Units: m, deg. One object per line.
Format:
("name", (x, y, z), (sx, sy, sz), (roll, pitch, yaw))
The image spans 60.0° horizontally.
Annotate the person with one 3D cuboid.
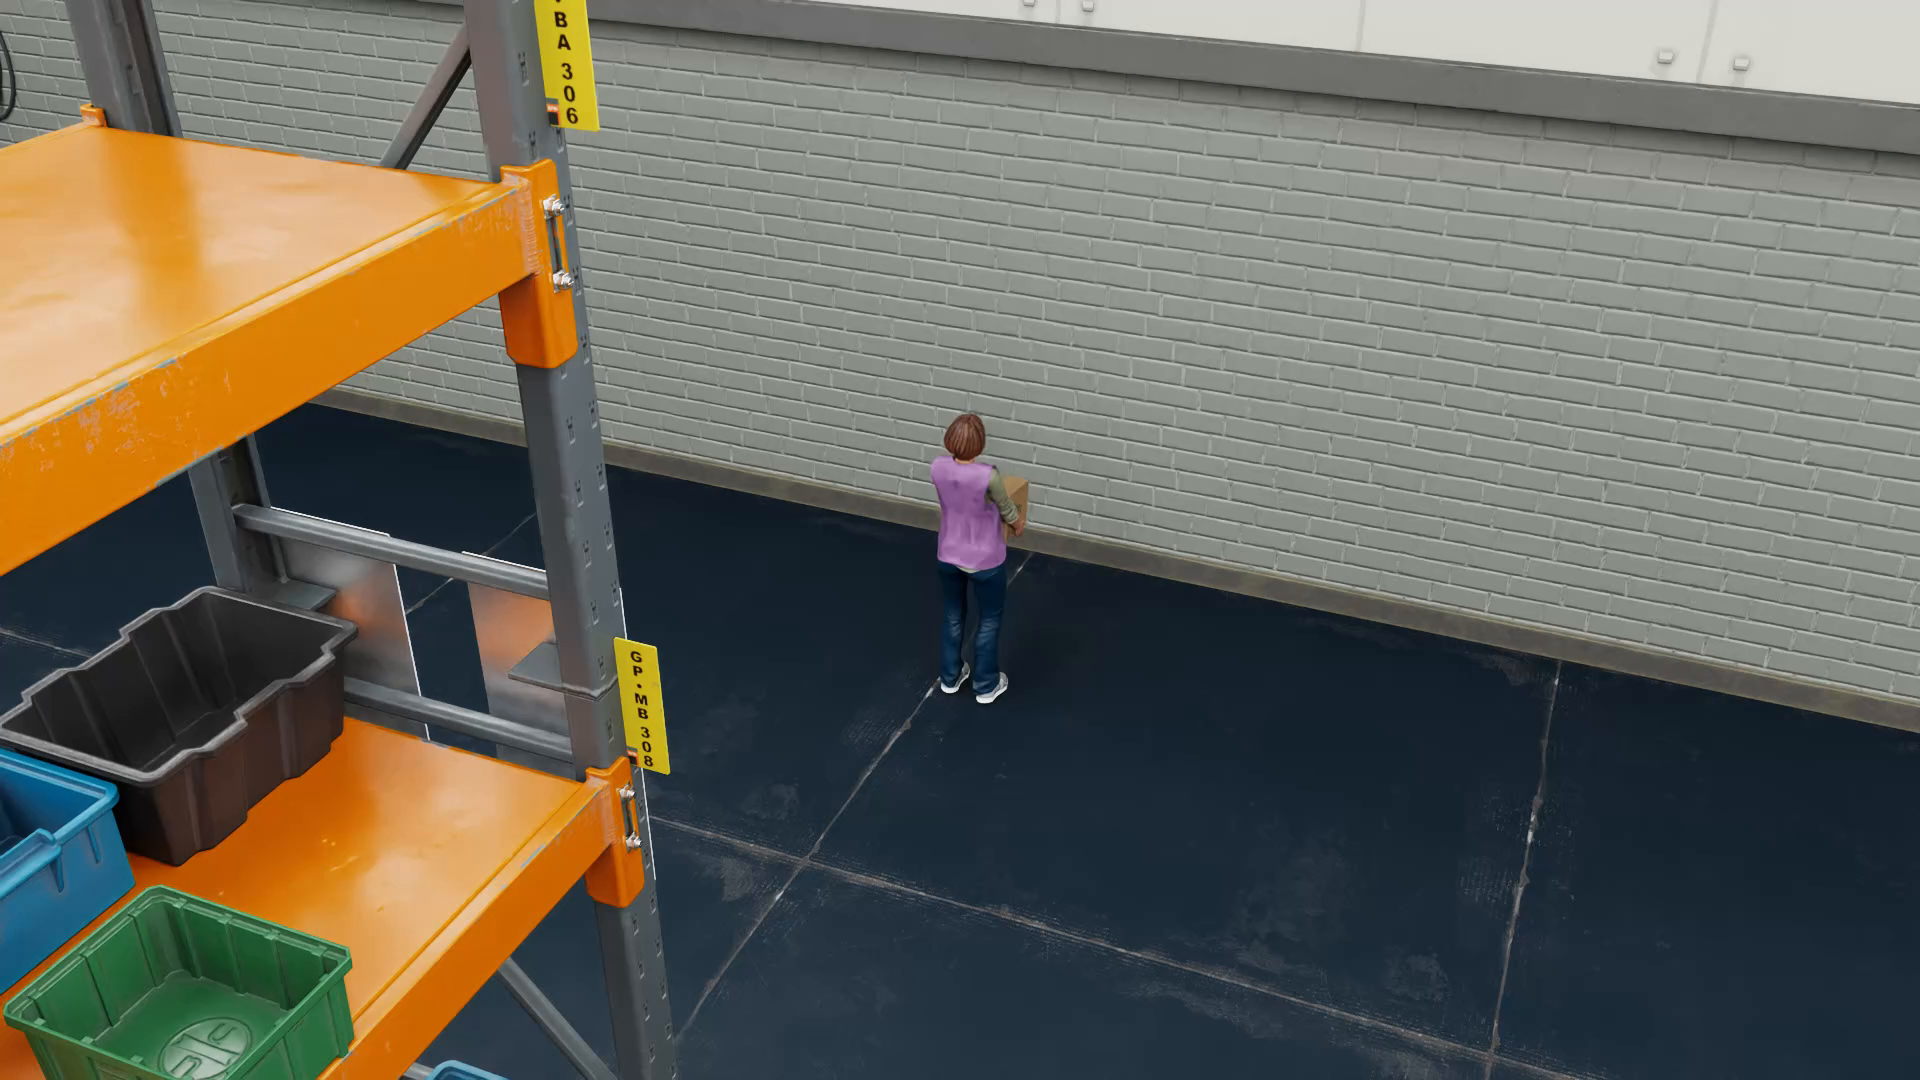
("person", (0.094, 0.050, 8.314), (0.401, 1.596, 0.495), (14, 33, 22))
